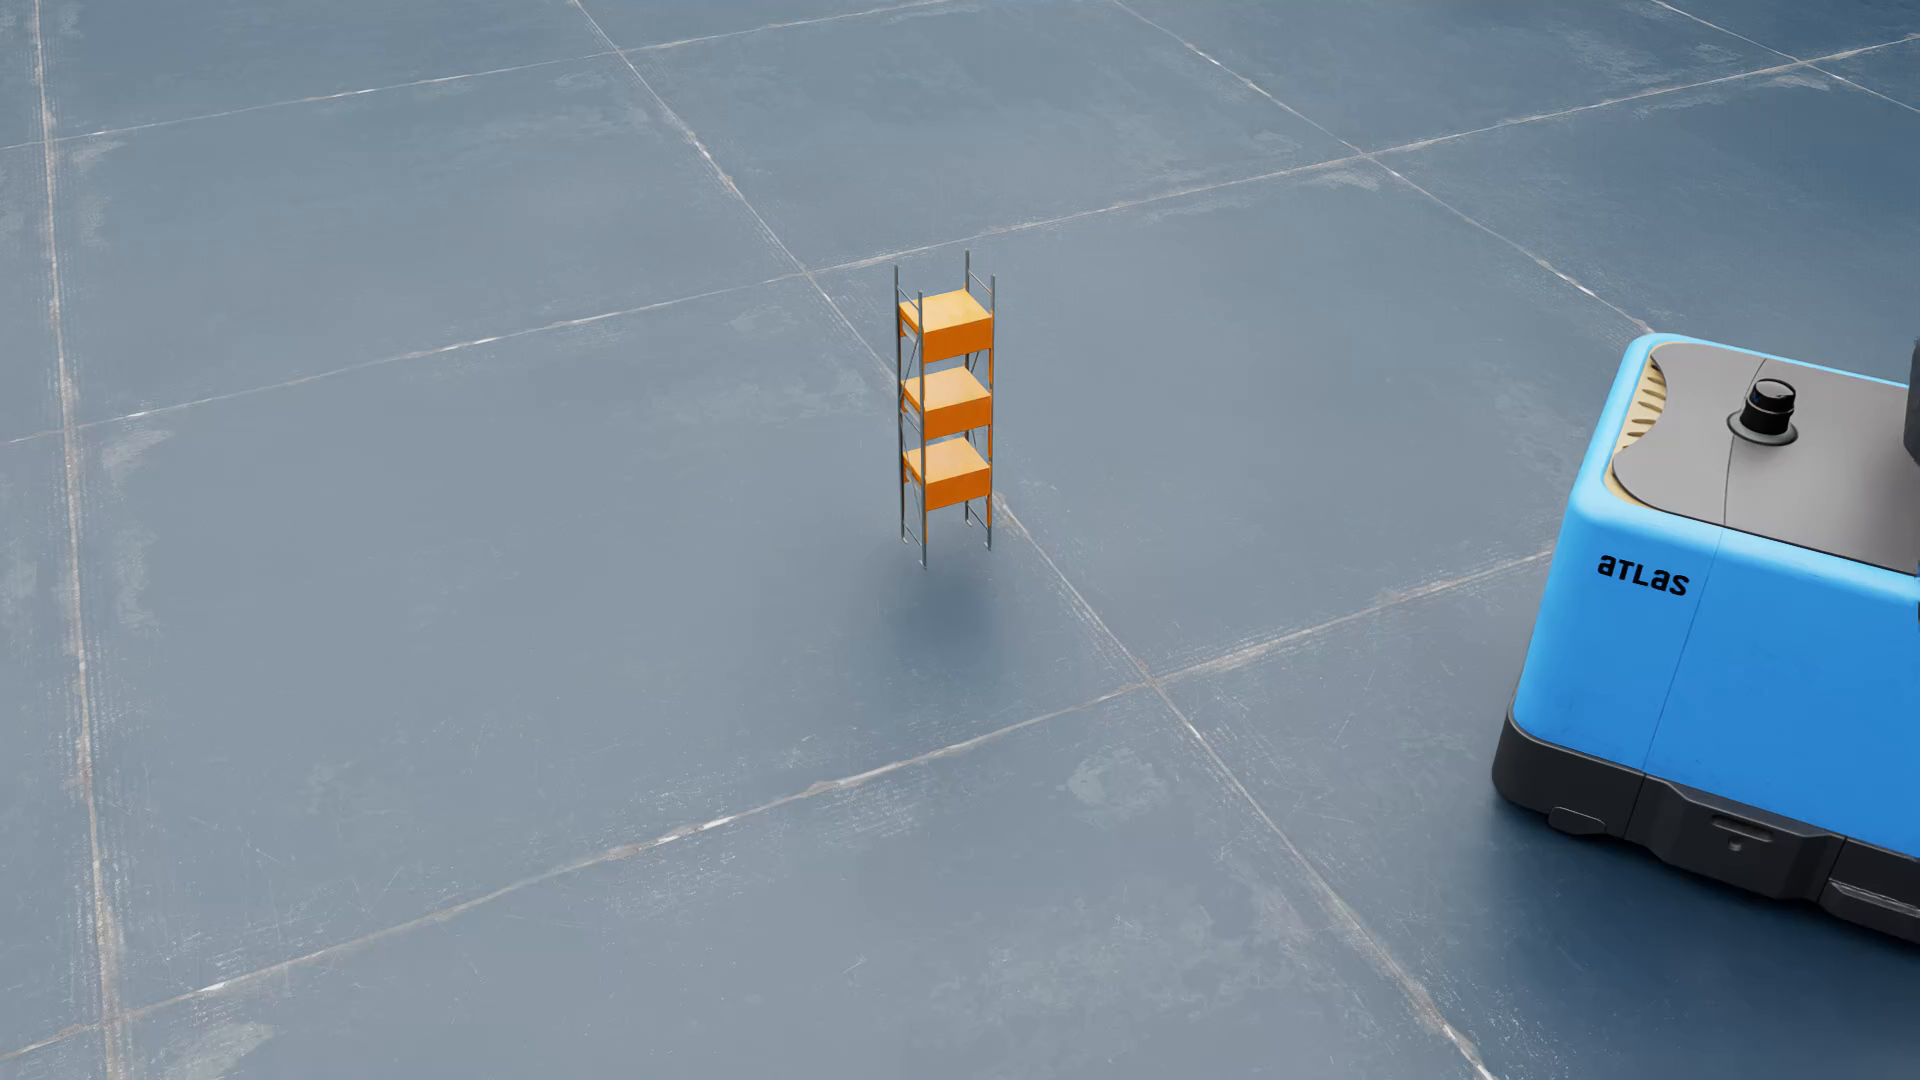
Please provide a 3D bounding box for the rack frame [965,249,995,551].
[{"bbox_3d":[0.062,-0.439,5.461,0.008,1.050,0.200,-16,39,-20],"label":"rack frame"}]

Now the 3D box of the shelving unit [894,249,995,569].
[{"bbox_3d":[-0.048,-0.408,5.419,0.252,1.050,0.215,-16,39,-20],"label":"shelving unit"}]

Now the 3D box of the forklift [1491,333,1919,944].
[{"bbox_3d":[3.056,-0.271,3.655,3.031,2.935,1.130,17,40,22],"label":"forklift"}]

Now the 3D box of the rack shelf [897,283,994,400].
[{"bbox_3d":[-0.048,-0.628,5.256,0.240,0.259,0.215,-16,39,-20],"label":"rack shelf"}]

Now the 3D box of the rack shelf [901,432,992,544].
[{"bbox_3d":[-0.048,-0.176,5.591,0.240,0.259,0.215,-16,39,-20],"label":"rack shelf"}]

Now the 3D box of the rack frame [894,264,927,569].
[{"bbox_3d":[-0.159,-0.377,5.377,0.008,1.050,0.200,-16,39,-20],"label":"rack frame"}]

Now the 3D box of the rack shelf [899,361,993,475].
[{"bbox_3d":[-0.048,-0.400,5.425,0.240,0.259,0.215,-16,39,-20],"label":"rack shelf"}]
